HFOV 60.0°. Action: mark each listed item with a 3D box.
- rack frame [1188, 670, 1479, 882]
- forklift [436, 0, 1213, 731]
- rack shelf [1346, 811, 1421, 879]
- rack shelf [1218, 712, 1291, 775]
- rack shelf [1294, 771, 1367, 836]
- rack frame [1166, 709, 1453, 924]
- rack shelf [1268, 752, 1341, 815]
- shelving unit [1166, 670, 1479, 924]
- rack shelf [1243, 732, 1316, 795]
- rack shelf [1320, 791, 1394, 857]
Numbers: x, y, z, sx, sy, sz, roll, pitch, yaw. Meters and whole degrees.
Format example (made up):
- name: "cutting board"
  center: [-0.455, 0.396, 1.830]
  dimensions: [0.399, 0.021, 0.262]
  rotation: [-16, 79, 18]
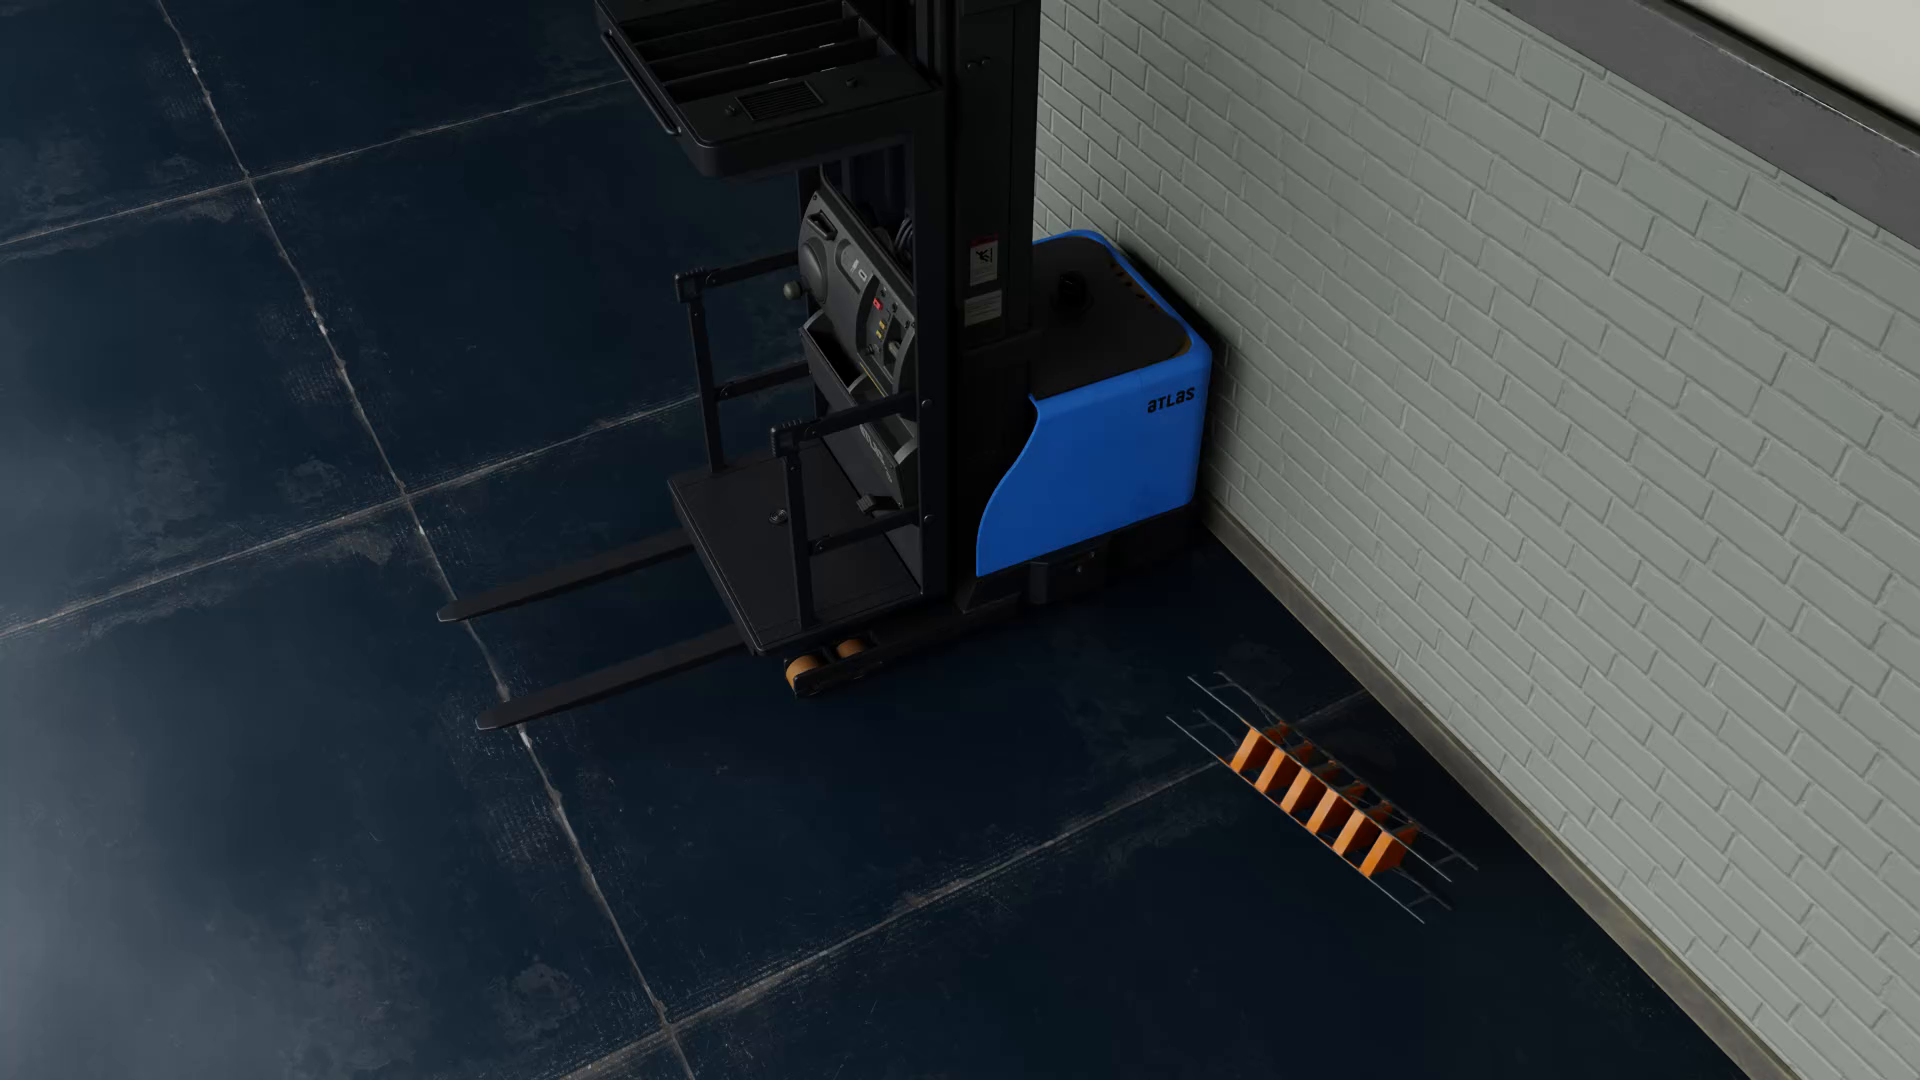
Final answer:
- name: "rack frame"
  center: [1.327, 0.826, 5.996]
  dimensions: [1.200, 0.006, 0.240]
  rotation: [39, 25, 32]
- name: "forklift"
  center: [-0.562, -0.861, 5.962]
  dimensions: [3.031, 2.935, 1.130]
  rotation: [-19, 47, -18]
- name: "rack shelf"
  center: [1.501, 1.071, 5.863]
  dimensions: [0.103, 0.180, 0.258]
  rotation: [39, 25, 32]
- name: "rack shelf"
  center: [1.101, 0.752, 6.177]
  dimensions: [0.103, 0.180, 0.258]
  rotation: [39, 25, 32]
- name: "rack shelf"
  center: [1.341, 0.944, 5.989]
  dimensions: [0.103, 0.180, 0.258]
  rotation: [39, 25, 32]
- name: "rack frame"
  center: [1.255, 0.981, 6.061]
  dimensions: [1.200, 0.006, 0.240]
  rotation: [39, 25, 32]
- name: "rack shelf"
  center: [1.261, 0.880, 6.052]
  dimensions: [0.103, 0.180, 0.258]
  rotation: [39, 25, 32]
- name: "shelving unit"
  center: [1.291, 0.903, 6.029]
  dimensions: [1.200, 0.189, 0.258]
  rotation: [39, 25, 32]
- name: "rack shelf"
  center: [1.181, 0.816, 6.115]
  dimensions: [0.103, 0.180, 0.258]
  rotation: [39, 25, 32]
- name: "rack shelf"
  center: [1.421, 1.007, 5.926]
  dimensions: [0.103, 0.180, 0.258]
  rotation: [39, 25, 32]
